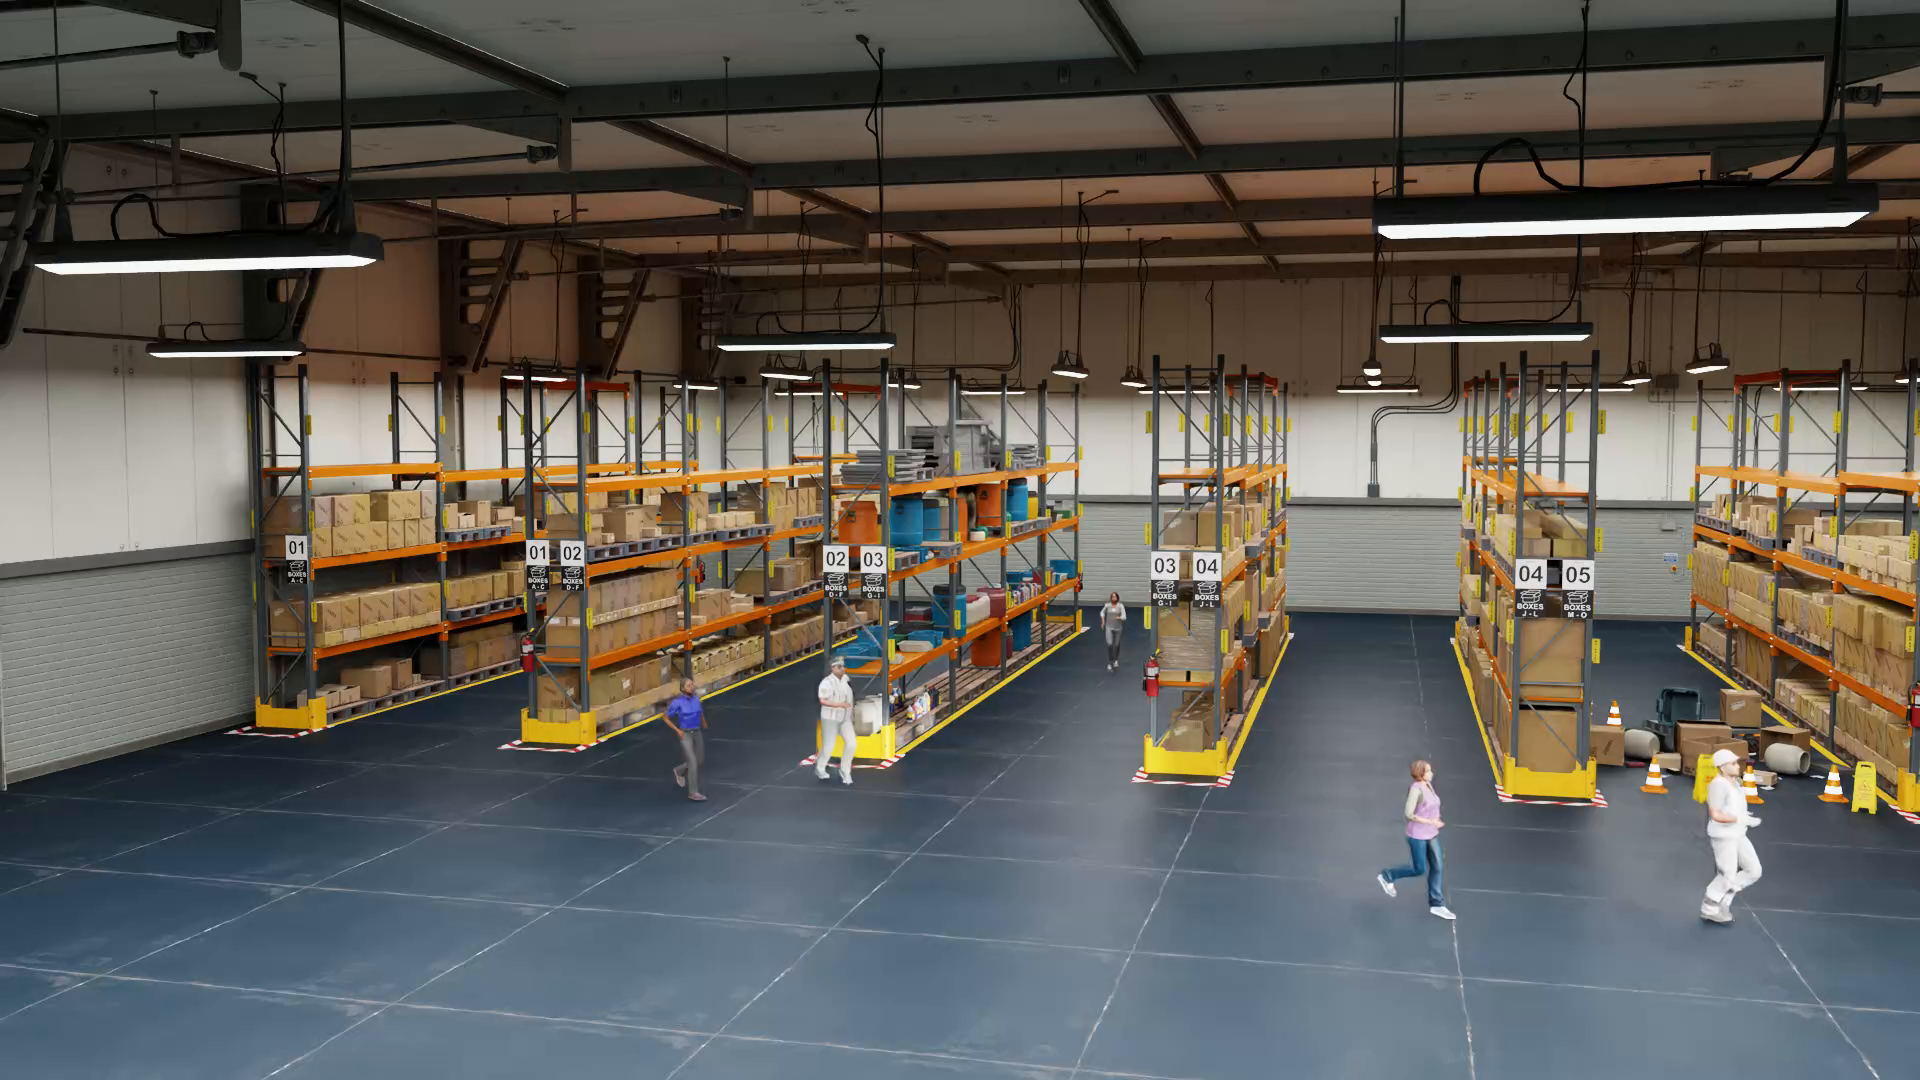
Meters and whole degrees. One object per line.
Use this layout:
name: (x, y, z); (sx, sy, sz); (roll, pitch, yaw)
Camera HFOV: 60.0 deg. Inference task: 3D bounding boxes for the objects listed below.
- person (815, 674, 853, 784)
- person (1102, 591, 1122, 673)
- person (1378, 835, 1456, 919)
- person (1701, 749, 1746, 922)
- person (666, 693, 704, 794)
person: (-1.785, 2.671, 23.344); (0.429, 1.609, 0.592); (-4, 5, -43)
person: (3.103, 1.866, 33.871); (0.443, 1.646, 0.717); (0, 4, 3)
person: (4.694, 3.355, 17.042); (0.839, 0.947, 0.333); (4, 5, 42)
person: (7.668, 2.965, 16.648); (0.639, 1.756, 0.438); (-4, 5, -44)
person: (-3.680, 2.723, 22.347); (0.614, 1.344, 0.546); (4, 5, 43)
